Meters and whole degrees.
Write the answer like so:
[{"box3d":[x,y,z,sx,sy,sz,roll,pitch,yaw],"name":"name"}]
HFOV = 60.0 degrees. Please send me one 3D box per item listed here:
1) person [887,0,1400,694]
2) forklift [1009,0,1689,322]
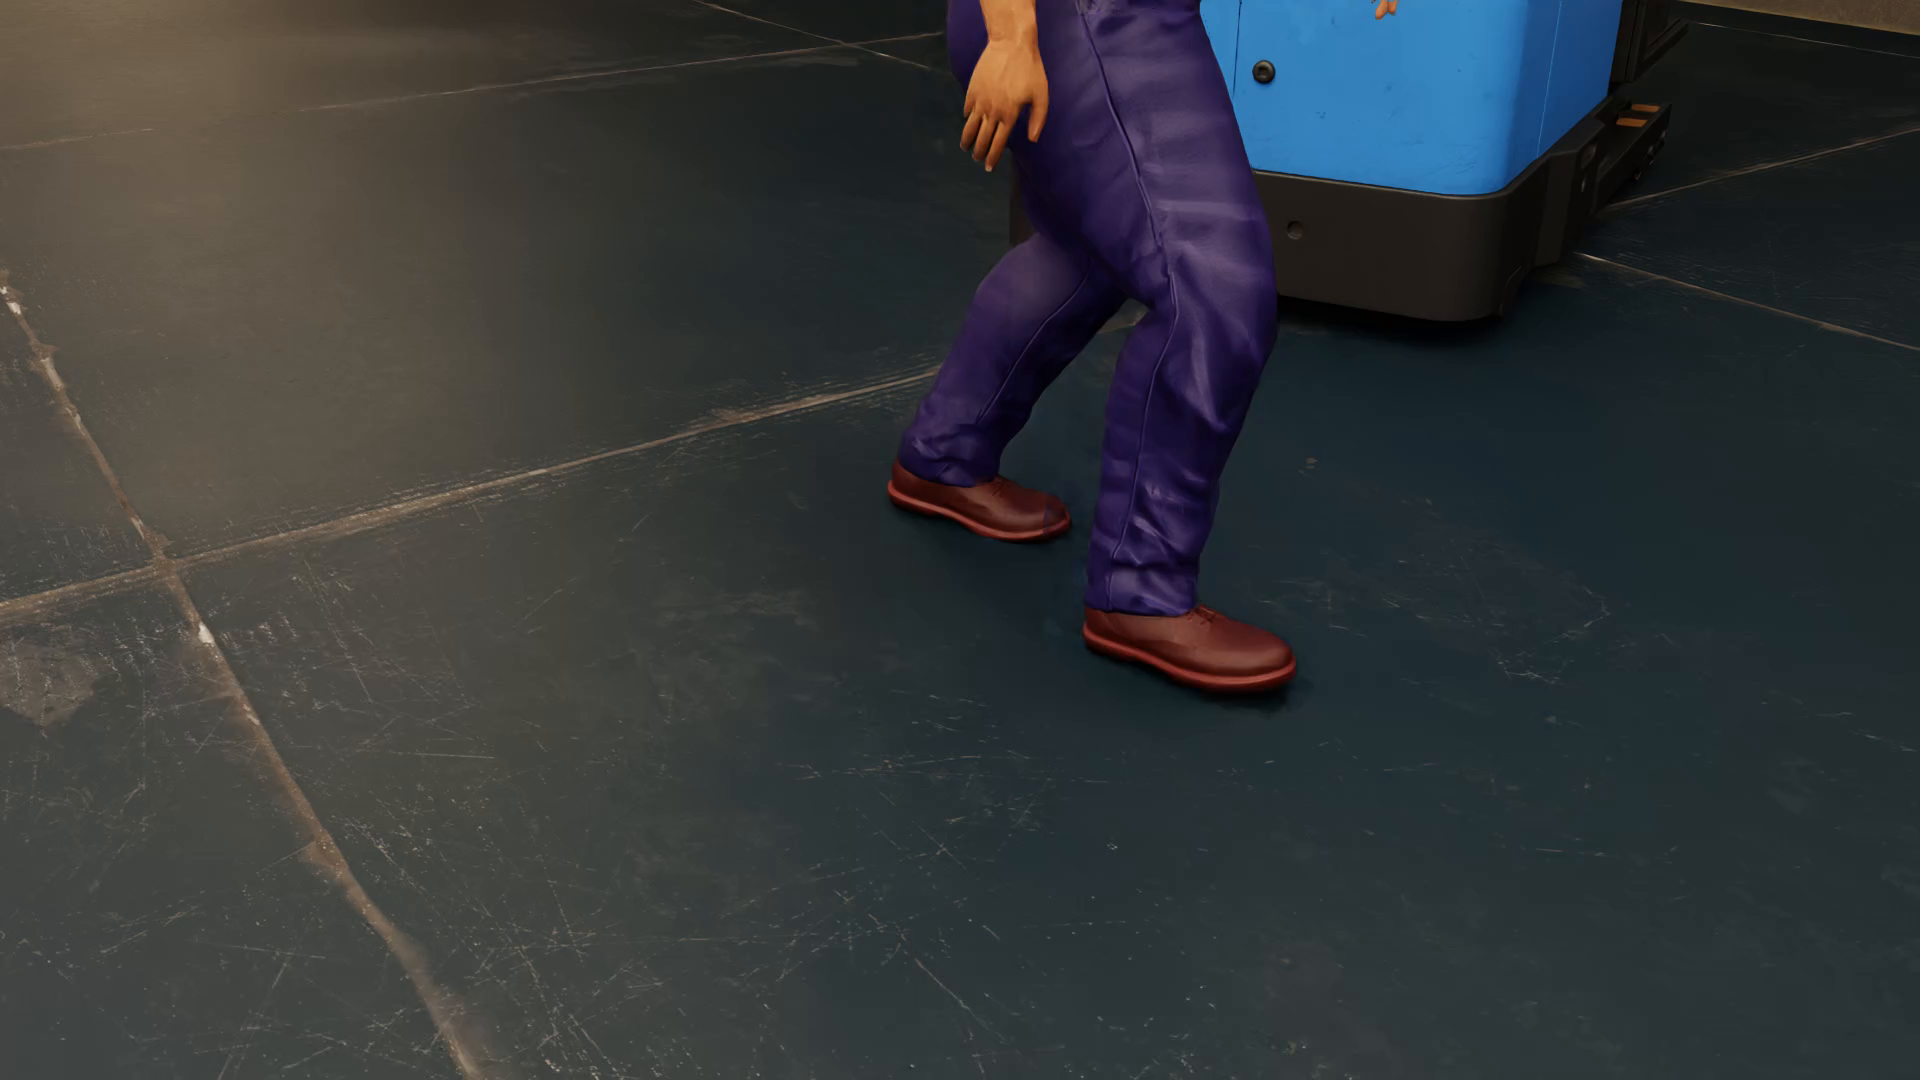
[{"box3d":[0.185,-0.644,2.043,0.695,1.573,0.619,6,27,12],"name":"person"},{"box3d":[1.283,-2.348,3.912,1.130,2.935,3.031,15,30,27],"name":"forklift"}]
